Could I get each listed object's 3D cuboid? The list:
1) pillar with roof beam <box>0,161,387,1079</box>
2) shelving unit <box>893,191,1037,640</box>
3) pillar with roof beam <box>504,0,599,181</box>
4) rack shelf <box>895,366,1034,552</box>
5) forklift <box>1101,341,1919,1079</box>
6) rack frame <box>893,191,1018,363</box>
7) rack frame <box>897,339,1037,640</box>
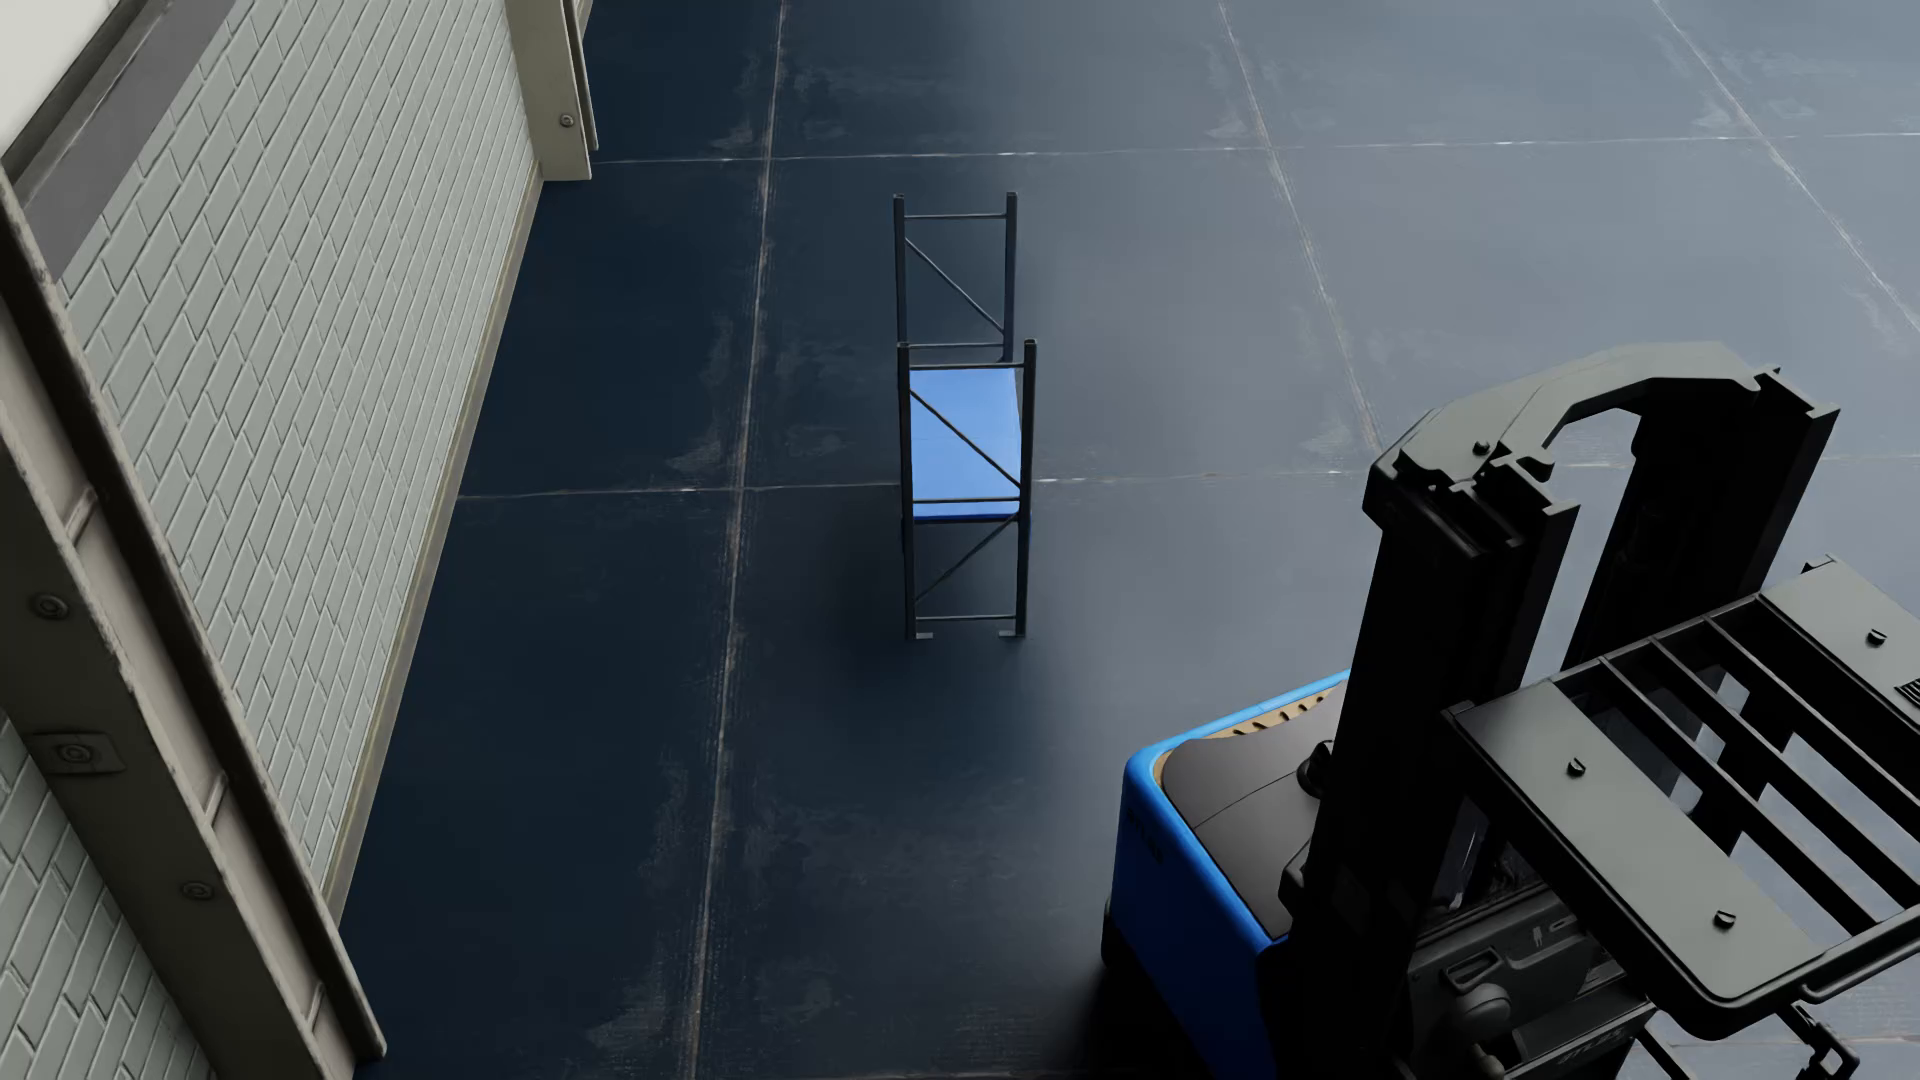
[{"bbox_3d":[2.241,-1.619,2.507,9.100,9.000,0.400,-2,43,-2],"label":"pillar with roof beam"},{"bbox_3d":[0.004,-0.495,6.830,0.538,1.500,1.048,-2,43,-2],"label":"shelving unit"},{"bbox_3d":[1.986,-5.670,6.926,9.100,9.000,0.400,-2,43,-2],"label":"pillar with roof beam"},{"bbox_3d":[0.004,-0.363,6.952,0.538,0.185,1.000,-2,43,-2],"label":"rack shelf"},{"bbox_3d":[1.582,1.127,4.000,1.130,2.935,3.031,-18,46,-19],"label":"forklift"},{"bbox_3d":[-0.018,-0.838,7.204,0.500,1.500,0.032,-2,43,-2],"label":"rack frame"},{"bbox_3d":[0.025,-0.152,6.456,0.500,1.500,0.032,-2,43,-2],"label":"rack frame"}]
